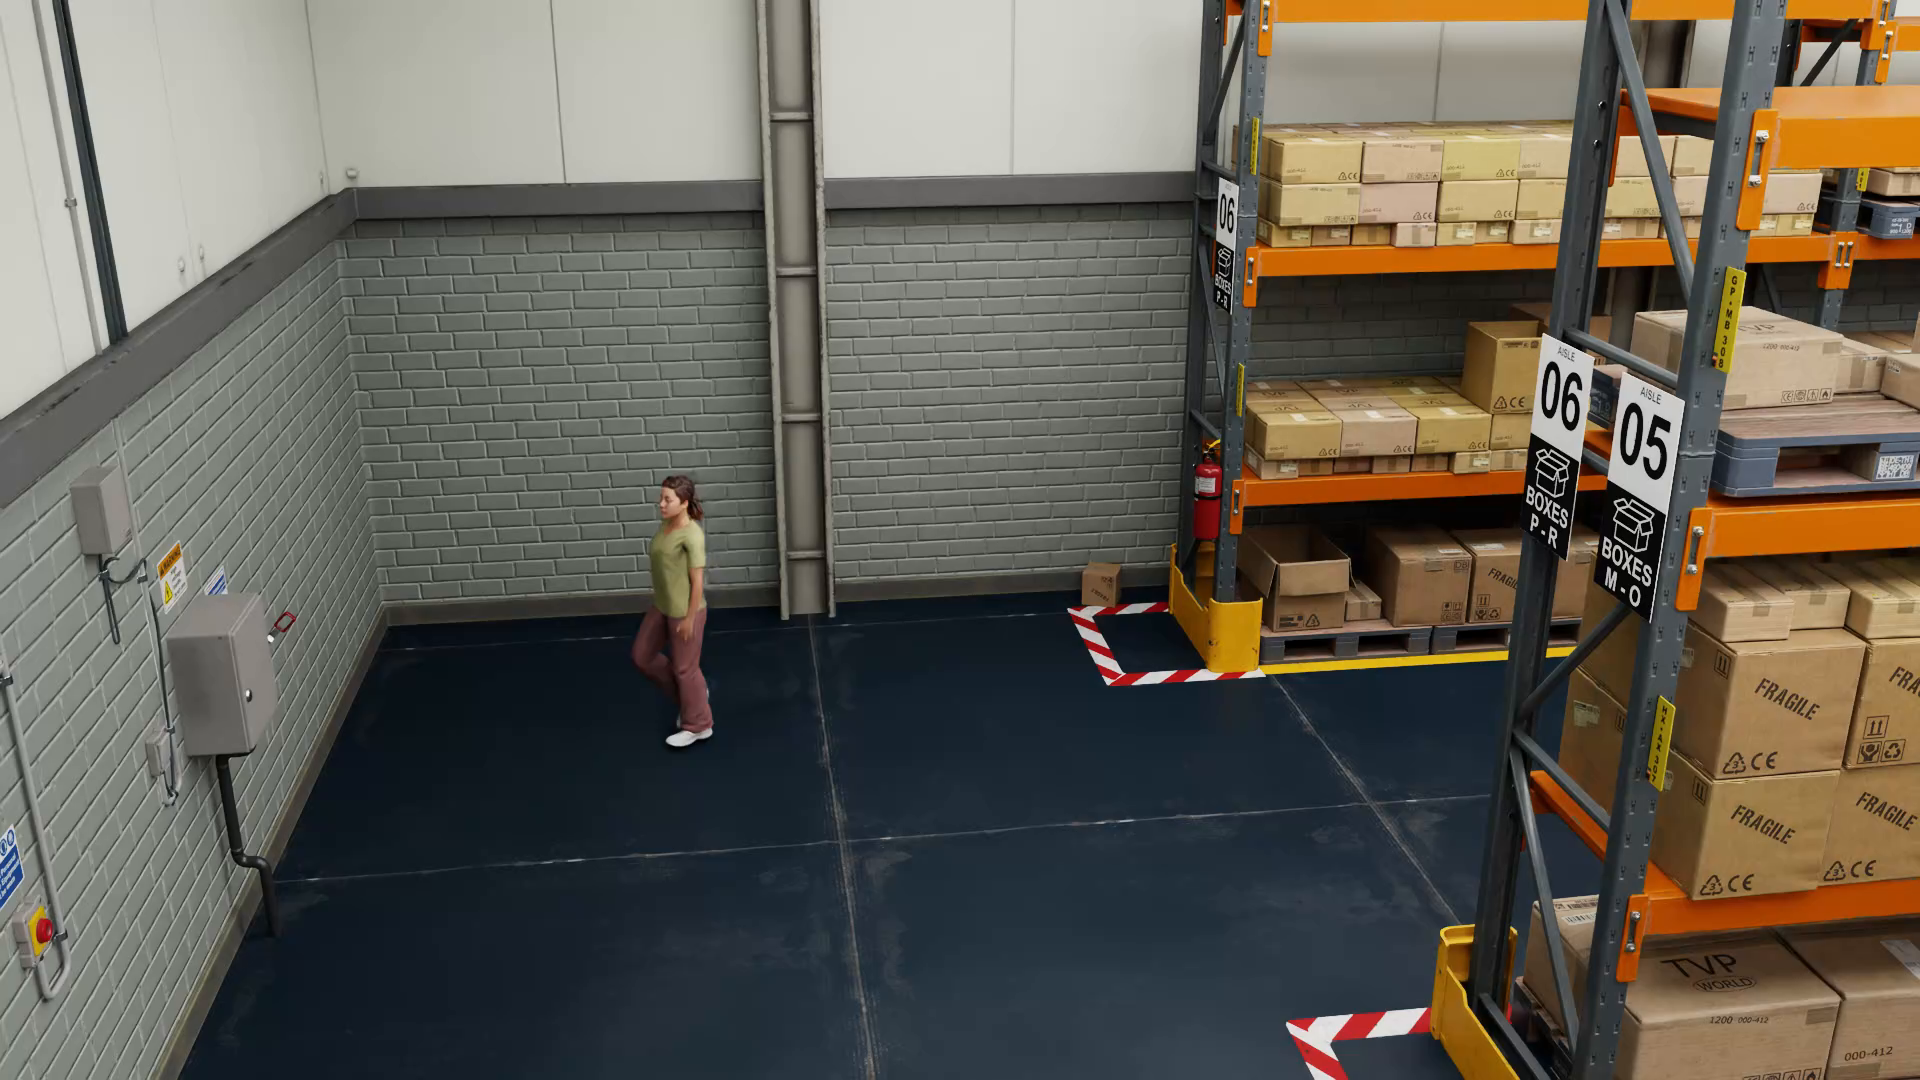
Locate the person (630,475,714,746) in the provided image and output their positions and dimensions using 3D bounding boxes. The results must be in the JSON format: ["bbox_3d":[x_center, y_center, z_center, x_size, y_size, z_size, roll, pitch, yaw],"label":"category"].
[{"bbox_3d":[-1.691,0.429,9.836,0.460,1.664,0.462,-14,25,-34],"label":"person"}]
